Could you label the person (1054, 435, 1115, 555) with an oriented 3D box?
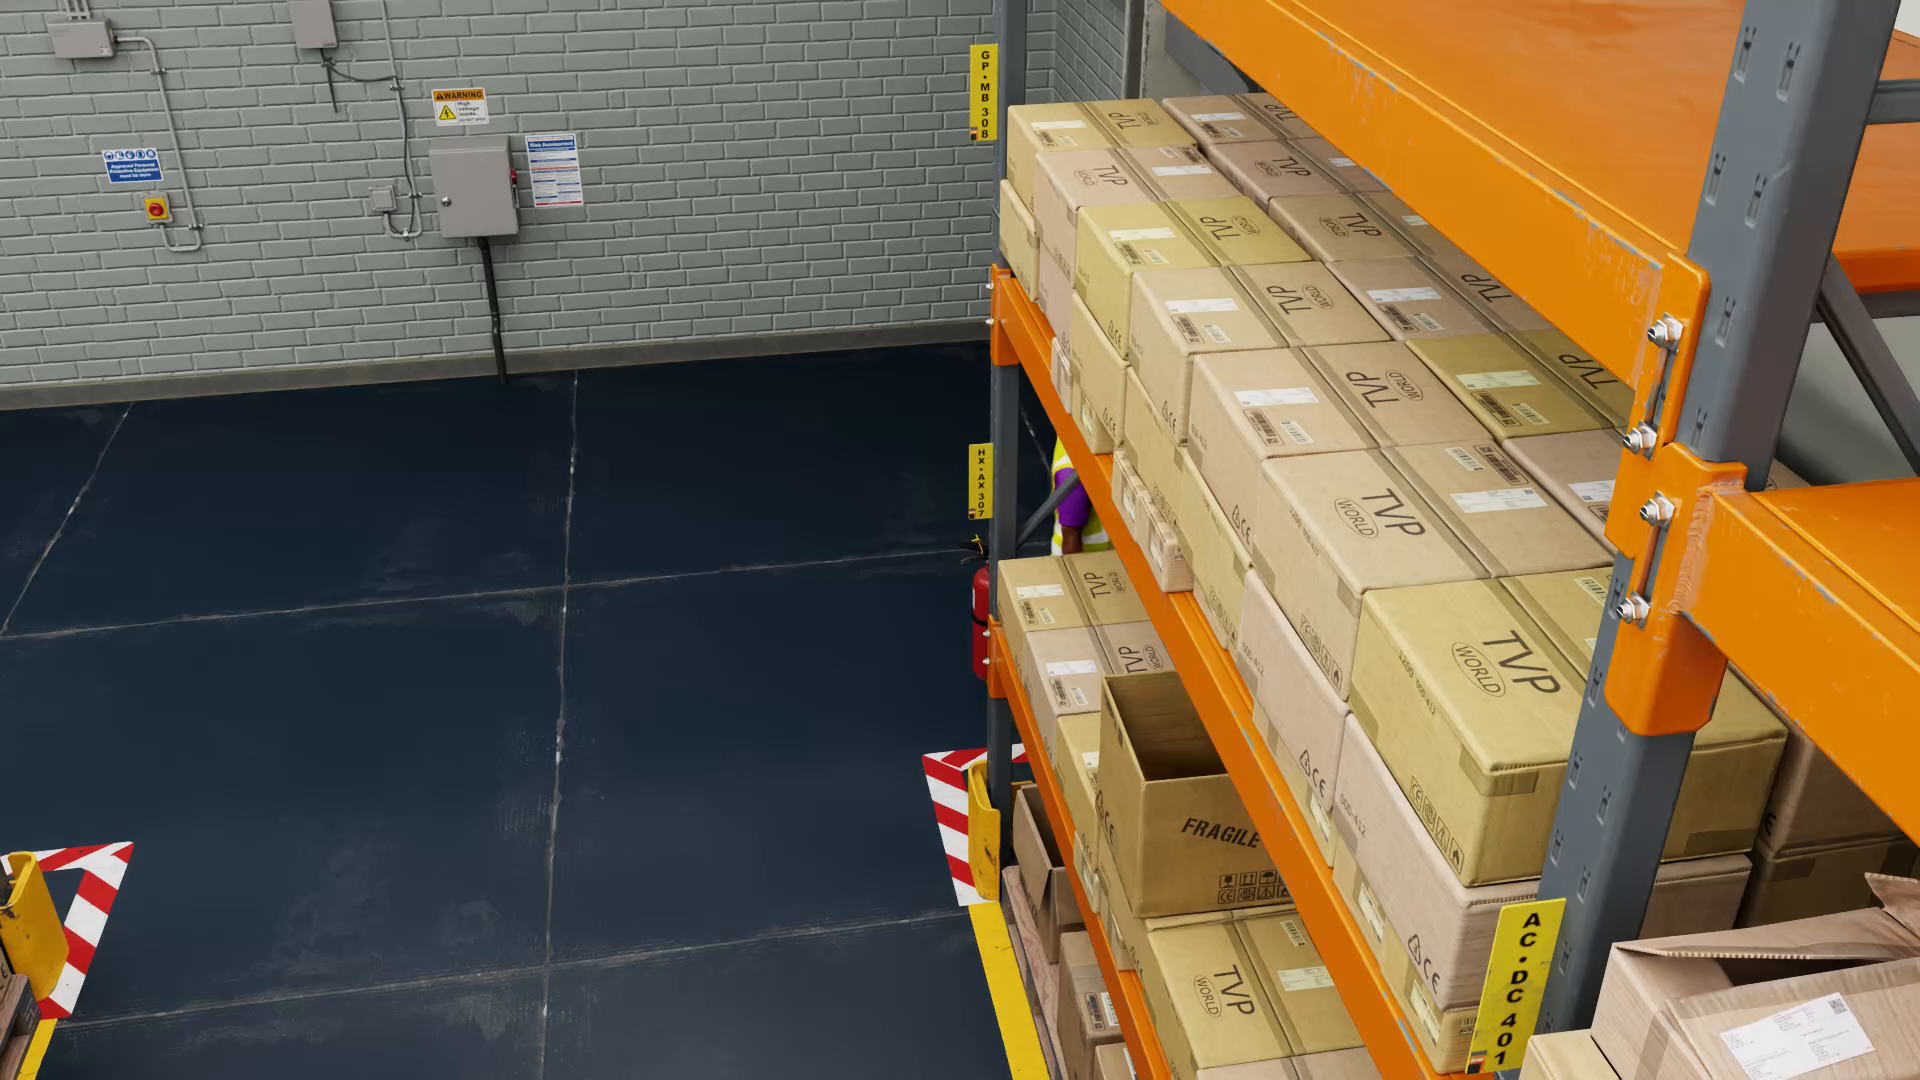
[{"bbox_3d":[0.752,0.031,8.034,0.596,1.768,0.632,-2,31,-4],"label":"person"}]
